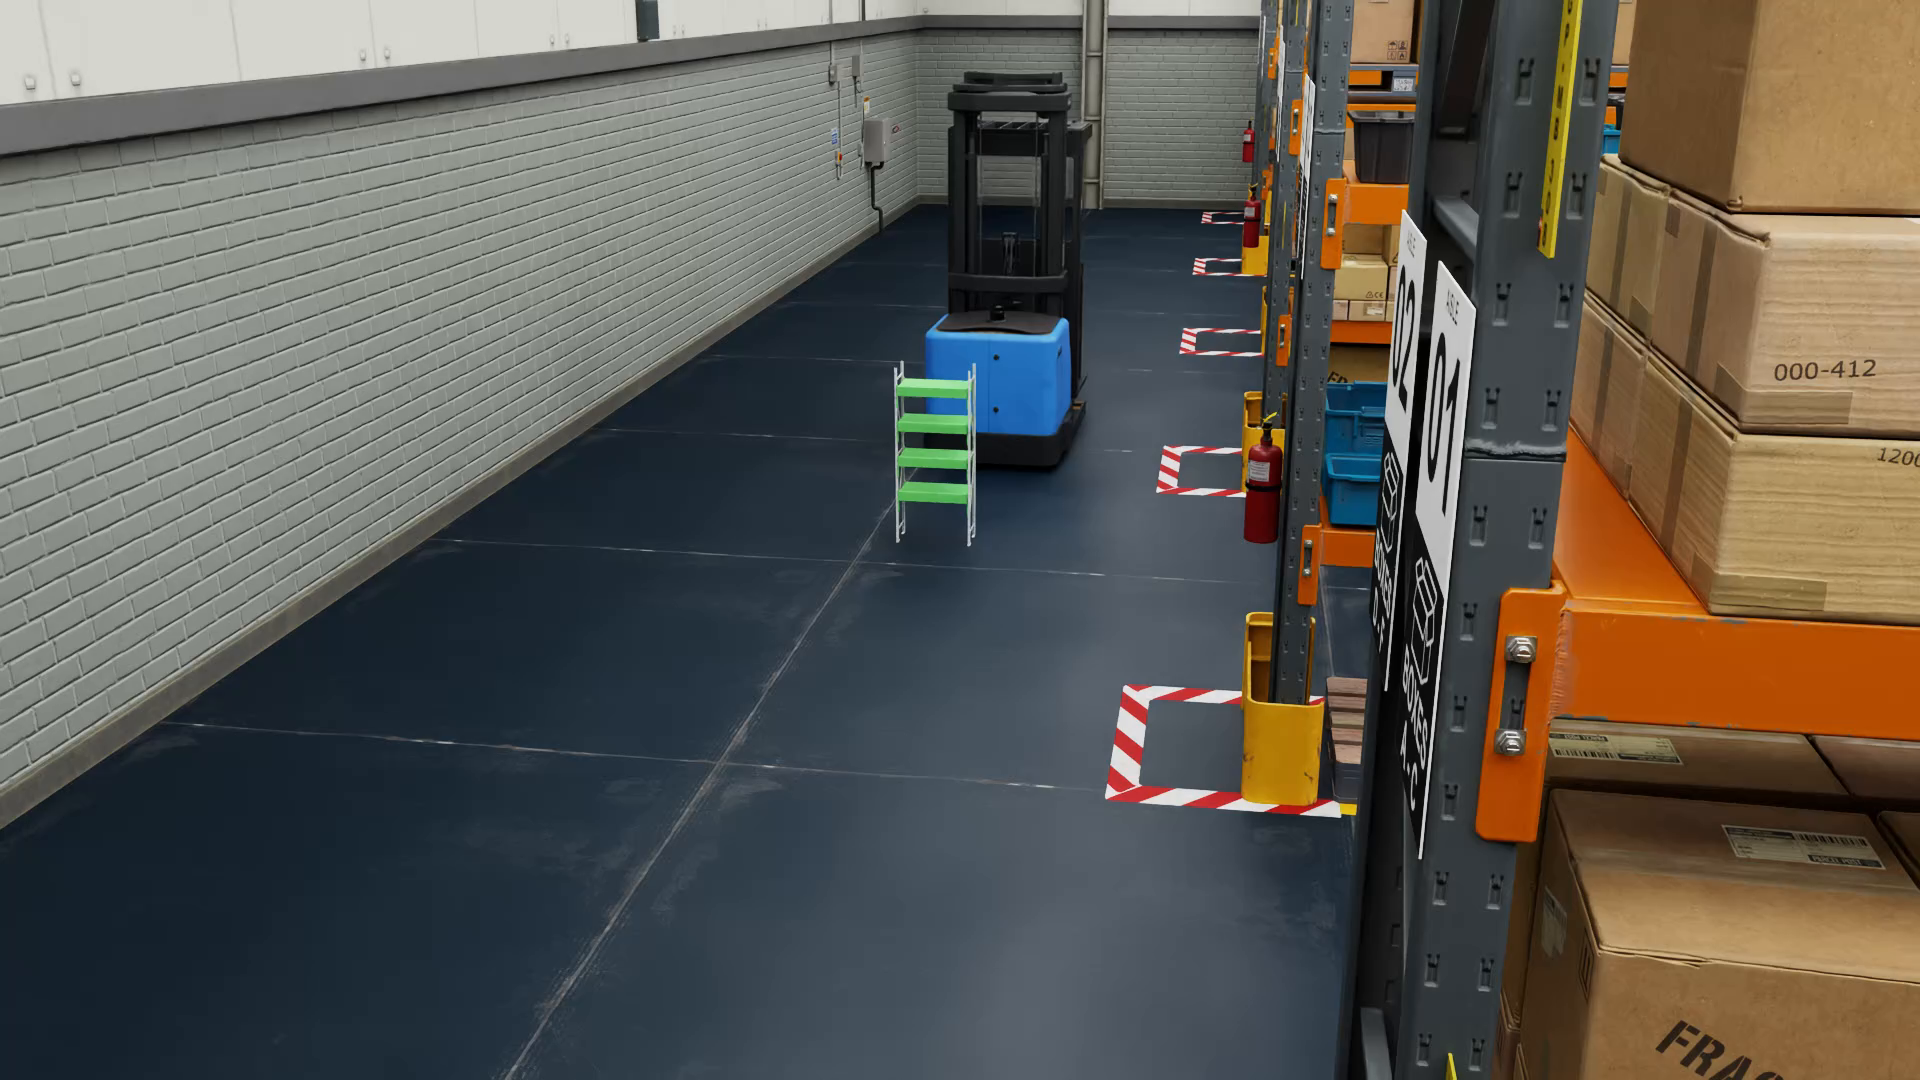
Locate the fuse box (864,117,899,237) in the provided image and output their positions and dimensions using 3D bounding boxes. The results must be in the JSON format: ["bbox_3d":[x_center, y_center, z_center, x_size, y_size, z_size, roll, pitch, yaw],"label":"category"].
[{"bbox_3d":[-1.148,-5.362,24.630,0.414,1.711,0.539,3,19,9],"label":"fuse box"}]

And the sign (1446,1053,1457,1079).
[{"bbox_3d":[0.713,0.922,2.455,0.005,0.325,0.100,3,19,9],"label":"sign"}]

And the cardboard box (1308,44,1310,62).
[{"bbox_3d":[3.664,-4.738,16.246,0.500,0.250,0.500,4,19,11],"label":"cardboard box"}]

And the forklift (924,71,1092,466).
[{"bbox_3d":[0.488,-2.384,13.810,1.130,2.935,3.031,3,19,10],"label":"forklift"}]

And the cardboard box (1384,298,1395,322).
[{"bbox_3d":[3.179,-1.675,11.978,0.250,0.149,0.380,2,19,7],"label":"cardboard box"}]

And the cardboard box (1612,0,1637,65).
[{"bbox_3d":[4.518,-3.576,11.558,0.500,0.500,0.700,4,19,11],"label":"cardboard box"}]

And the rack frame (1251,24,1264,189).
[{"bbox_3d":[4.730,-6.601,26.303,0.127,3.000,1.000,3,19,9],"label":"rack frame"}]

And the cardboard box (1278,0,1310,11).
[{"bbox_3d":[5.128,-8.229,25.422,0.500,0.250,0.500,3,19,8],"label":"cardboard box"}]

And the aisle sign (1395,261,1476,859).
[{"bbox_3d":[0.685,0.018,2.424,0.004,0.787,0.394,3,19,9],"label":"aisle sign"}]

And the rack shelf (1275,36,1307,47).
[{"bbox_3d":[6.705,-7.581,25.640,4.000,0.370,1.077,3,19,9],"label":"rack shelf"}]

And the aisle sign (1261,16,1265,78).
[{"bbox_3d":[3.924,-6.379,21.543,0.004,0.787,0.394,3,19,9],"label":"aisle sign"}]

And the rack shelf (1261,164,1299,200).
[{"bbox_3d":[5.921,-4.603,21.468,4.000,0.370,1.077,3,19,9],"label":"rack shelf"}]

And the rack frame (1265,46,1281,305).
[{"bbox_3d":[3.261,-3.489,17.005,0.127,3.000,1.000,3,19,9],"label":"rack frame"}]

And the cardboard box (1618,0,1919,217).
[{"bbox_3d":[1.309,-0.761,2.388,0.500,0.500,0.700,3,19,9],"label":"cardboard box"}]

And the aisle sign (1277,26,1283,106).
[{"bbox_3d":[3.141,-4.632,16.322,0.004,0.787,0.394,3,19,9],"label":"aisle sign"}]

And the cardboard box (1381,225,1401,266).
[{"bbox_3d":[3.299,-2.232,11.833,0.500,0.500,0.500,2,19,7],"label":"cardboard box"}]

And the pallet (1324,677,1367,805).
[{"bbox_3d":[2.397,0.987,8.020,1.213,0.211,1.003,3,19,9],"label":"pallet"}]

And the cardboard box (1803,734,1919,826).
[{"bbox_3d":[1.781,0.603,3.042,0.500,0.500,0.500,3,19,10],"label":"cardboard box"}]

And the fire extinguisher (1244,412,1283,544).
[{"bbox_3d":[1.512,-0.325,8.258,0.183,0.674,0.296,3,19,9],"label":"fire extinguisher"}]

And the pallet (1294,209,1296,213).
[{"bbox_3d":[5.592,-5.234,26.615,1.213,0.211,1.003,3,19,9],"label":"pallet"}]

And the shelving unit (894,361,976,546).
[{"bbox_3d":[-0.163,-0.577,11.138,0.503,1.200,0.258,3,19,9],"label":"shelving unit"}]

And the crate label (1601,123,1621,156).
[{"bbox_3d":[2.448,-1.593,6.844,0.502,0.251,0.408,3,19,9],"label":"crate label"}]

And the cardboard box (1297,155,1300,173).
[{"bbox_3d":[4.375,-4.979,21.298,0.500,0.500,0.500,3,19,8],"label":"cardboard box"}]

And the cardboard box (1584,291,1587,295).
[{"bbox_3d":[4.331,-1.827,11.803,0.500,0.250,0.500,3,19,8],"label":"cardboard box"}]

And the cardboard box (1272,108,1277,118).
[{"bbox_3d":[5.226,-6.730,26.459,0.500,0.250,0.500,3,19,10],"label":"cardboard box"}]

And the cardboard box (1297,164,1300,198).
[{"bbox_3d":[3.745,-3.736,17.115,0.500,0.500,0.500,3,19,10],"label":"cardboard box"}]

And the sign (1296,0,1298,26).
[{"bbox_3d":[2.280,-3.642,11.230,0.005,0.325,0.100,3,19,9],"label":"sign"}]

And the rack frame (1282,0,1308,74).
[{"bbox_3d":[2.374,-4.786,11.424,0.127,3.000,1.000,3,19,9],"label":"rack frame"}]

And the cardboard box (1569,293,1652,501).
[{"bbox_3d":[1.348,-0.245,2.818,0.500,0.250,0.500,3,19,9],"label":"cardboard box"}]

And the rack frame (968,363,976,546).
[{"bbox_3d":[0.077,-0.565,11.101,0.015,1.200,0.240,3,19,9],"label":"rack frame"}]

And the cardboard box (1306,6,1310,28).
[{"bbox_3d":[4.405,-6.649,21.136,0.500,0.250,0.500,1,19,4],"label":"cardboard box"}]

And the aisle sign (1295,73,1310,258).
[{"bbox_3d":[1.564,-1.717,7.611,0.004,0.787,0.394,3,19,9],"label":"aisle sign"}]

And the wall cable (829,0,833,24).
[{"bbox_3d":[-1.715,-8.088,21.294,0.029,3.000,0.463,3,19,9],"label":"wall cable"}]

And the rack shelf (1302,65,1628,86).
[{"bbox_3d":[5.236,-4.470,16.342,4.000,0.370,1.077,3,19,9],"label":"rack shelf"}]

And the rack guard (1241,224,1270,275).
[{"bbox_3d":[3.923,-3.861,22.055,0.348,0.500,1.175,3,19,9],"label":"rack guard"}]

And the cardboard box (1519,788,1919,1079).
[{"bbox_3d":[1.196,0.746,2.613,0.500,0.500,0.500,3,19,10],"label":"cardboard box"}]

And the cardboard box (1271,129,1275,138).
[{"bbox_3d":[5.011,-6.379,26.036,0.250,0.149,0.380,3,19,8],"label":"cardboard box"}]

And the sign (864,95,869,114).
[{"bbox_3d":[-1.361,-6.357,24.274,0.001,0.242,0.339,3,19,9],"label":"sign"}]

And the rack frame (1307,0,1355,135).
[{"bbox_3d":[1.589,-3.234,6.786,0.127,3.000,1.000,3,19,9],"label":"rack frame"}]

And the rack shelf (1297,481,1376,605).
[{"bbox_3d":[3.563,0.053,7.551,4.000,0.370,1.077,3,19,9],"label":"rack shelf"}]

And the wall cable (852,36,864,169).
[{"bbox_3d":[-1.411,-6.248,23.649,0.122,1.984,0.588,3,19,9],"label":"wall cable"}]

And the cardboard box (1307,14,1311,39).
[{"bbox_3d":[3.756,-5.134,16.642,0.500,0.250,0.500,2,19,7],"label":"cardboard box"}]

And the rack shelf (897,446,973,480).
[{"bbox_3d":[-0.163,-0.517,11.158,0.480,0.148,0.258,3,19,9],"label":"rack shelf"}]
